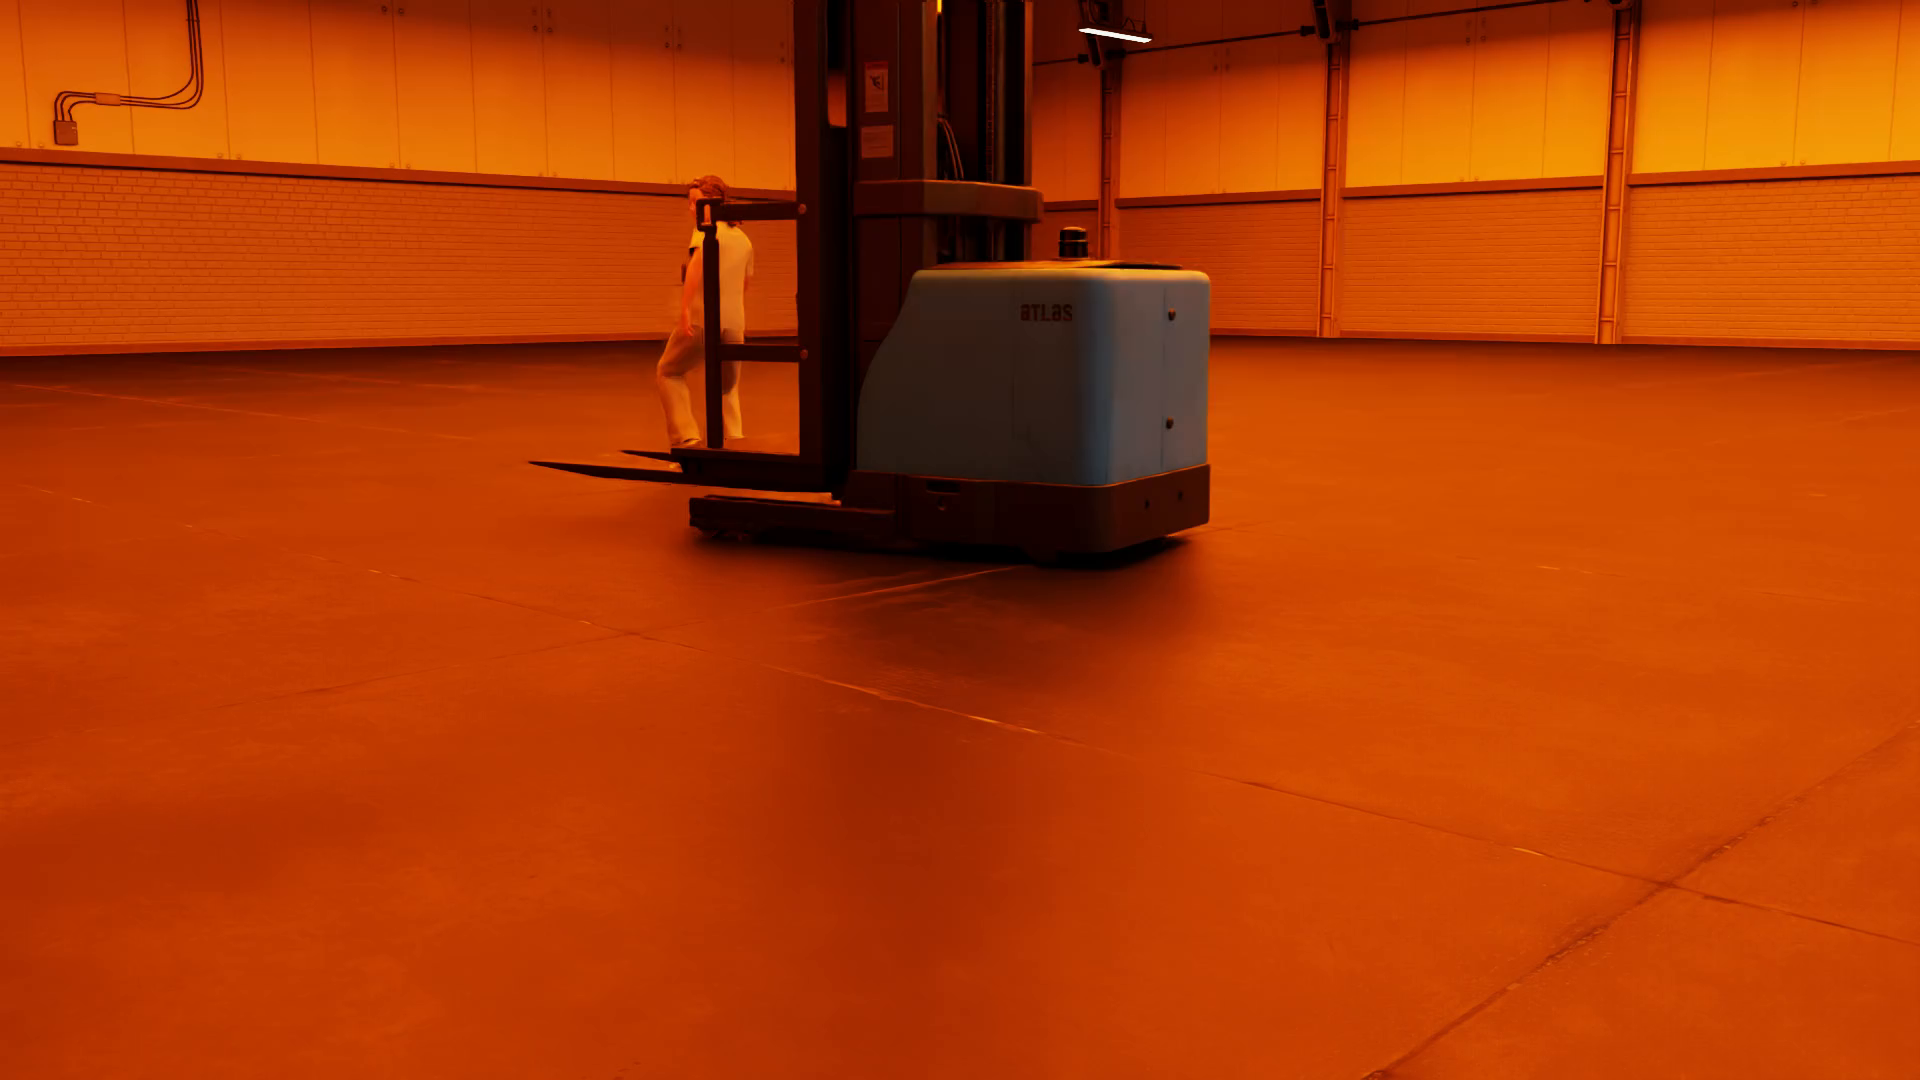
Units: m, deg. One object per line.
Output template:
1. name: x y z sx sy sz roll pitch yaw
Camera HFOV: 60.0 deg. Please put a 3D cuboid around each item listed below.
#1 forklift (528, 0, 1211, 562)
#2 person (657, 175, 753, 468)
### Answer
1. forklift: -0.513 -1.510 6.904 3.031 2.935 1.130 5 10 31
2. person: -1.335 -1.113 8.824 0.616 1.611 0.655 -7 11 -37
